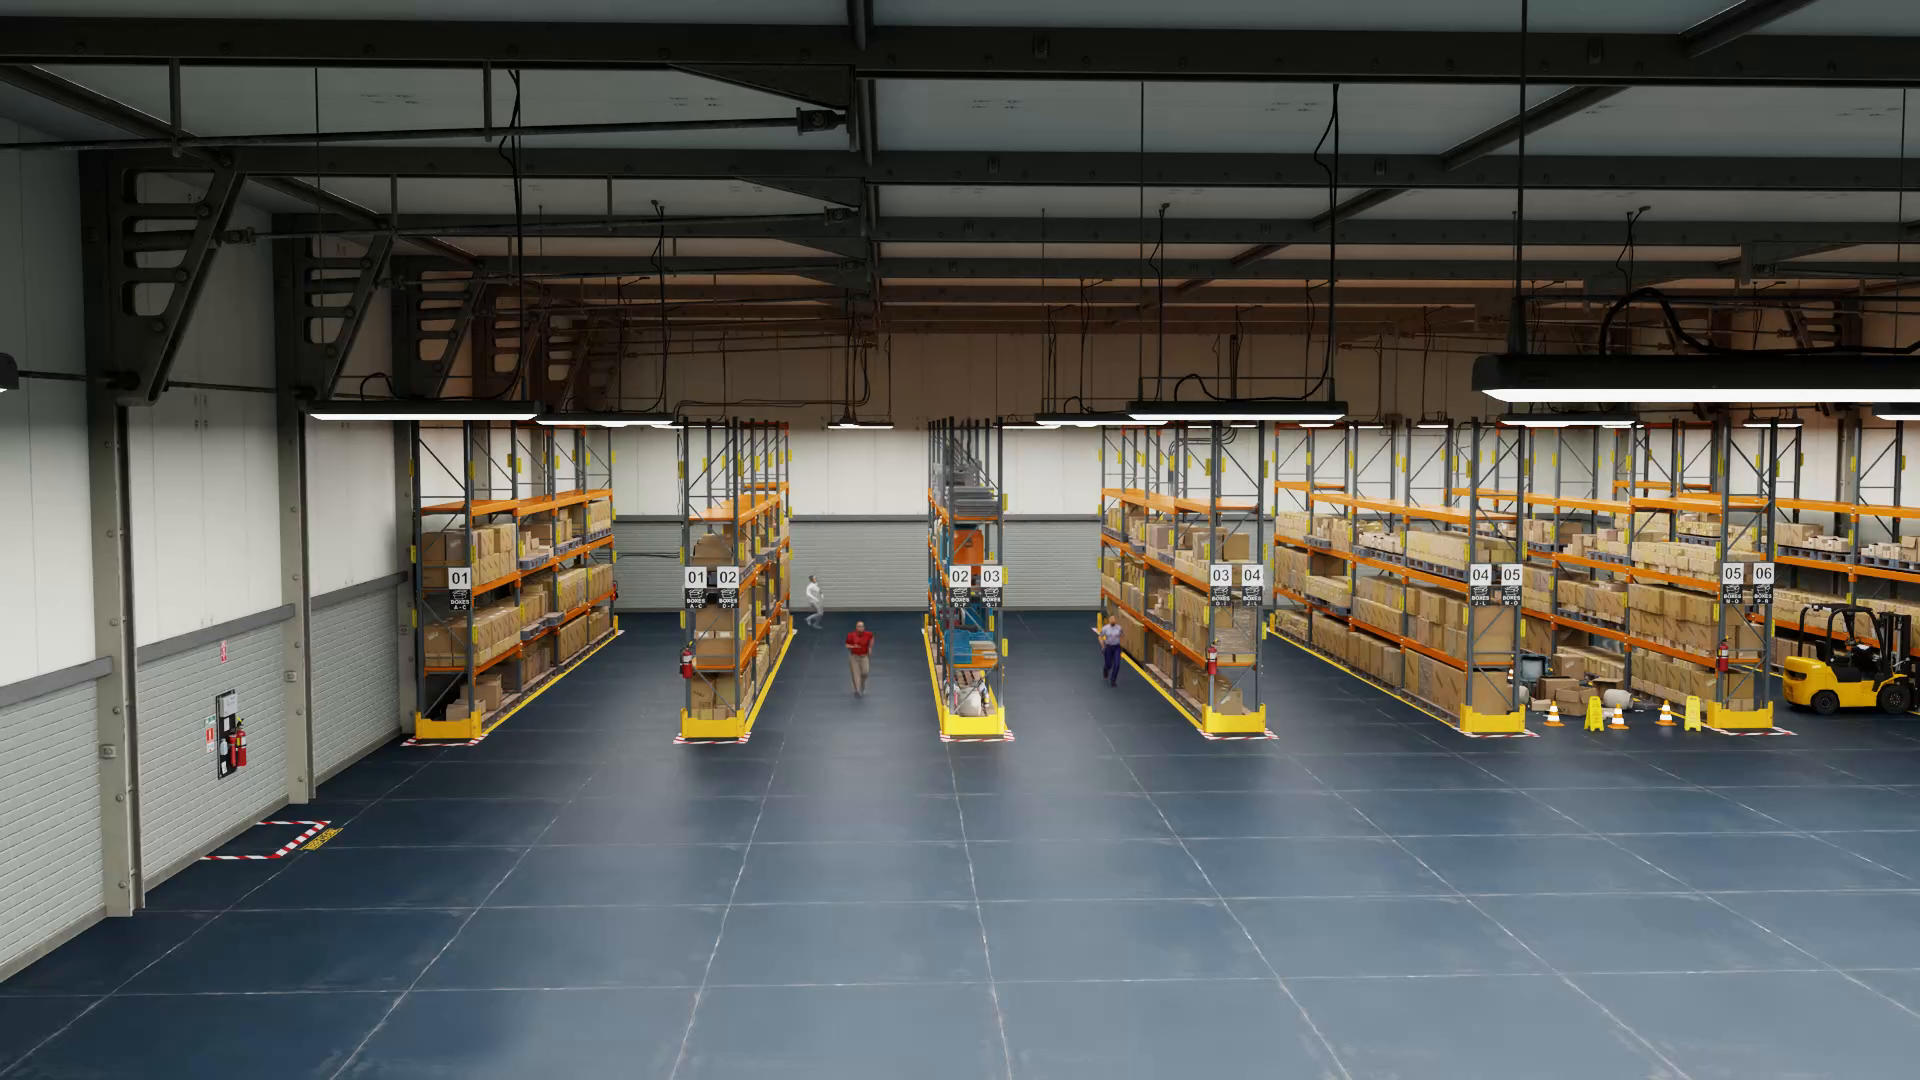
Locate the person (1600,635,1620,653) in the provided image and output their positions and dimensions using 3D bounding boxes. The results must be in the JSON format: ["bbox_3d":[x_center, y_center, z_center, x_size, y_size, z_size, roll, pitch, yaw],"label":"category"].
[{"bbox_3d":[16.440,2.139,41.991,0.549,1.714,0.728,0,4,-7],"label":"person"}]

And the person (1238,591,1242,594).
[{"bbox_3d":[8.337,1.755,48.786,0.593,1.574,0.798,-3,5,-36],"label":"person"}]

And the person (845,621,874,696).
[{"bbox_3d":[-2.136,2.556,35.689,0.653,1.652,0.786,-1,4,-10],"label":"person"}]

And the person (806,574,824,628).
[{"bbox_3d":[-4.226,1.777,48.255,0.525,1.621,0.625,1,4,12],"label":"person"}]

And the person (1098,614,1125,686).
[{"bbox_3d":[3.444,2.482,37.632,0.614,1.609,0.575,0,4,-6],"label":"person"}]
